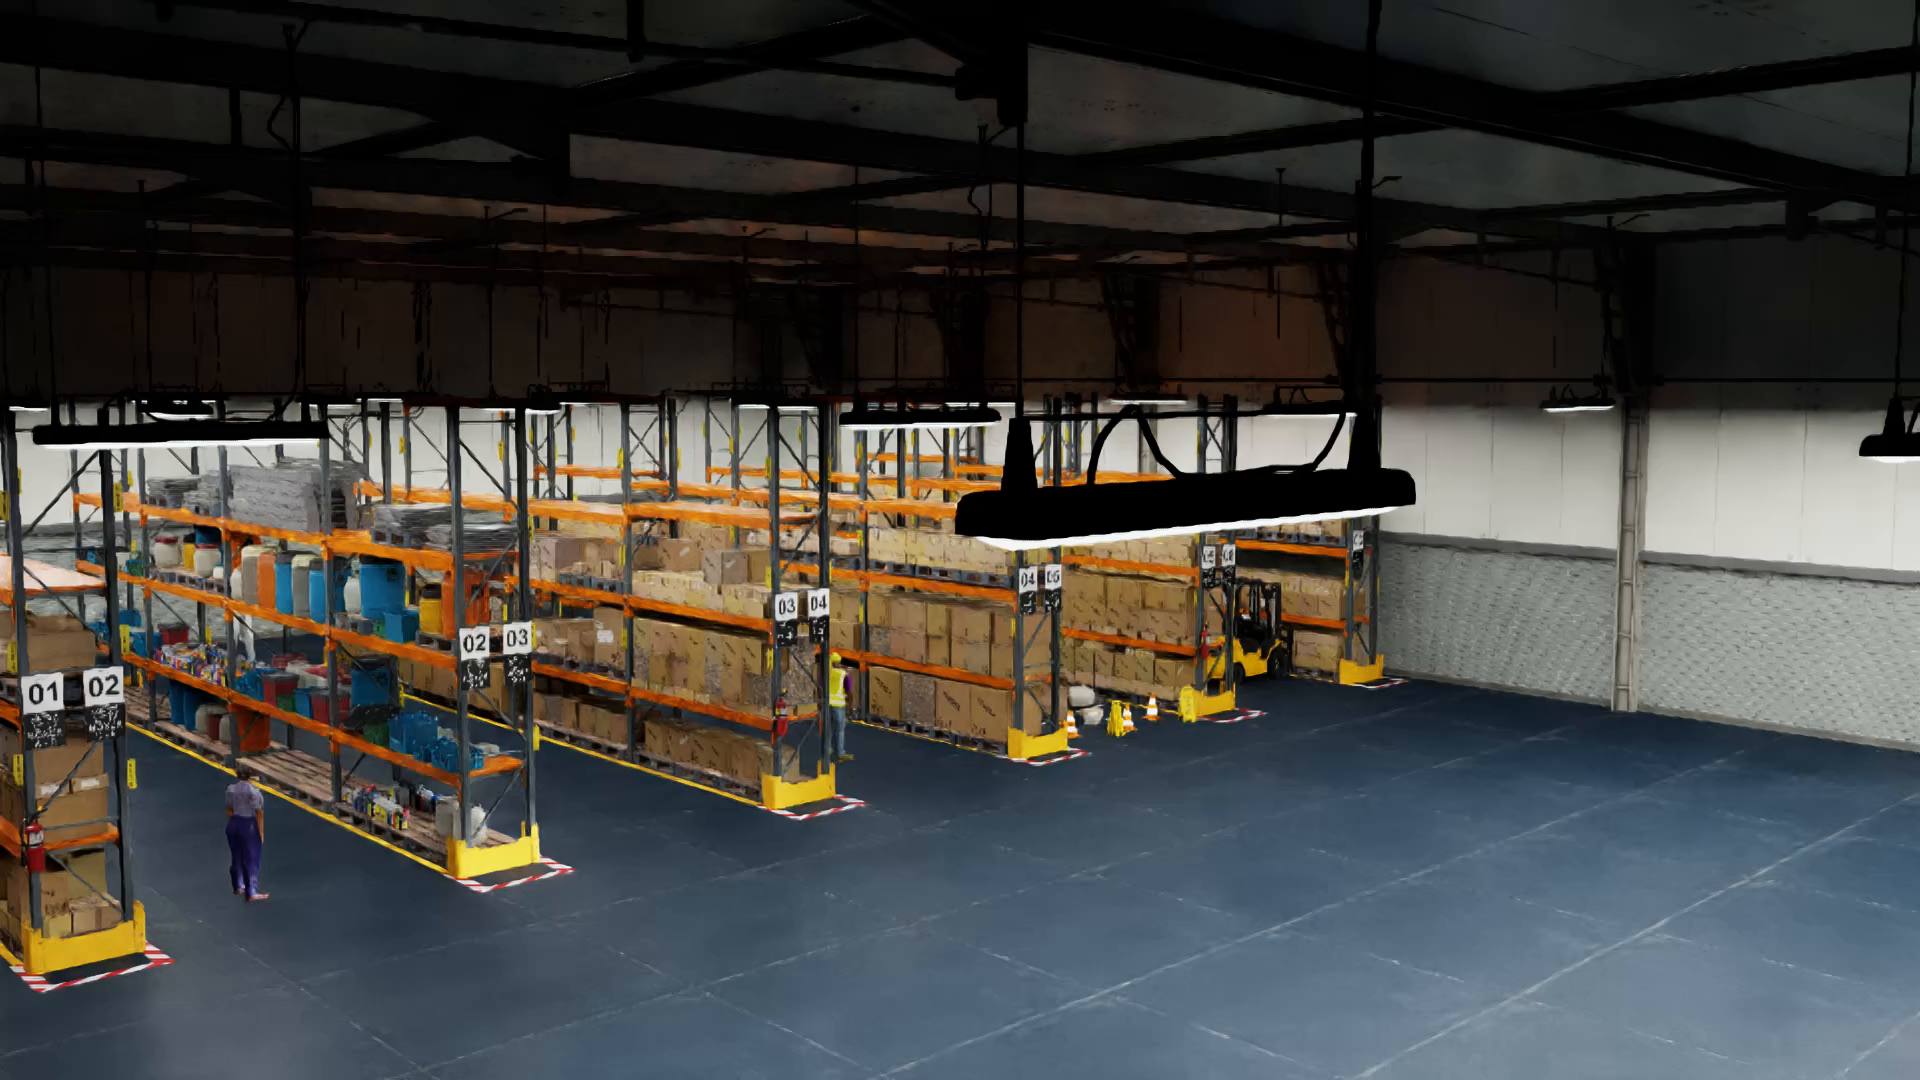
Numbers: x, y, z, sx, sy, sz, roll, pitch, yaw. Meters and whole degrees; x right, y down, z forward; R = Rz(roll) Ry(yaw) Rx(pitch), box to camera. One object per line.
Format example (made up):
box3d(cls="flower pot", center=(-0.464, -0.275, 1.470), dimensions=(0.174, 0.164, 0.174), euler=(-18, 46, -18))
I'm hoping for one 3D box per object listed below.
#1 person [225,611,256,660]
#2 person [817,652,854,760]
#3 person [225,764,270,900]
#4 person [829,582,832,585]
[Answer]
box3d(cls="person", center=(-15.778, 1.944, 36.458), dimensions=(0.598, 1.698, 1.194), euler=(-5, 7, -41))
box3d(cls="person", center=(-2.089, 2.752, 27.724), dimensions=(0.649, 1.772, 0.364), euler=(2, 6, 18))
box3d(cls="person", center=(-8.696, 3.540, 20.302), dimensions=(0.527, 1.652, 0.432), euler=(2, 6, 18))
box3d(cls="person", center=(-3.063, 1.790, 37.844), dimensions=(0.601, 1.744, 0.674), euler=(-2, 6, -23))
